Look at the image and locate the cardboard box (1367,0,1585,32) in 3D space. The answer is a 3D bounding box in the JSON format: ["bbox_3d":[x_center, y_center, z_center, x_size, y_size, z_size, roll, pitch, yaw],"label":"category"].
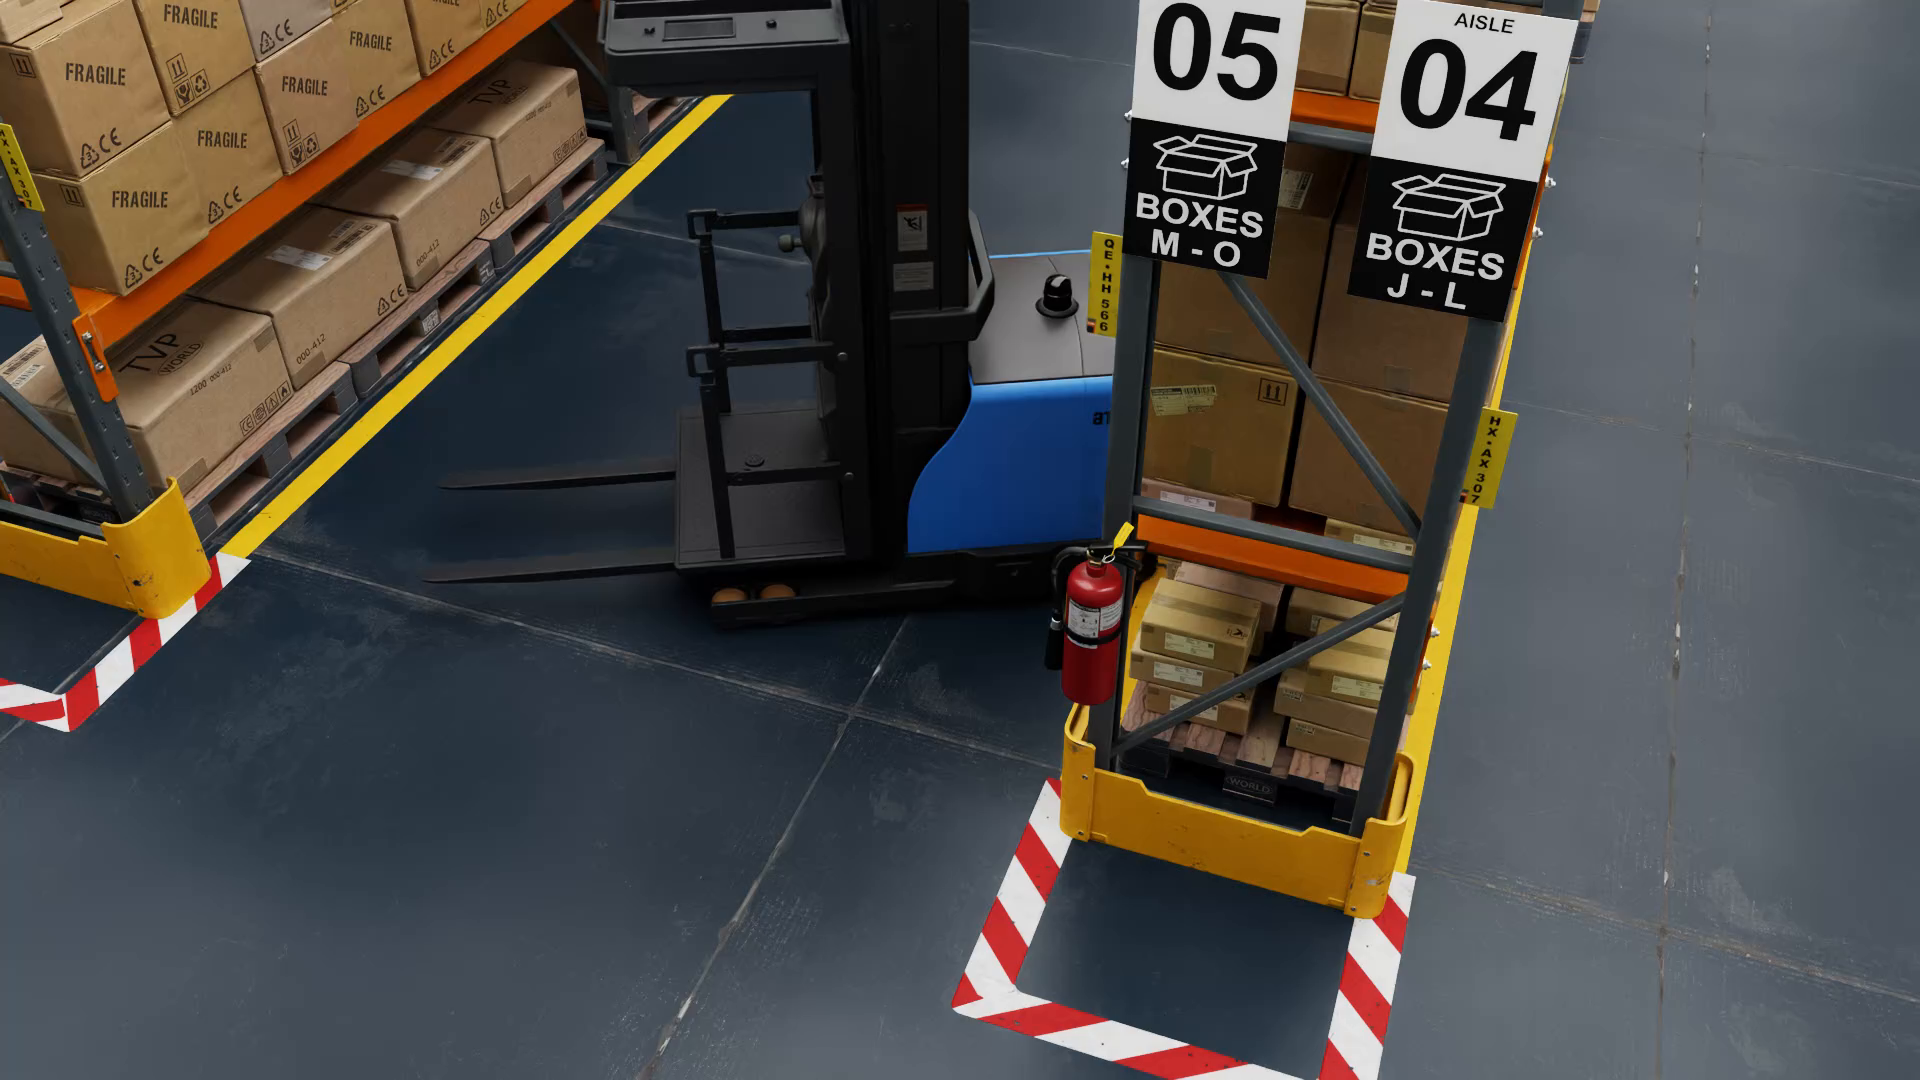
[{"bbox_3d":[1.322,-1.502,4.119,0.500,0.250,0.500,14,42,16],"label":"cardboard box"}]

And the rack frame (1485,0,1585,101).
[{"bbox_3d":[0.924,-2.294,3.006,1.000,3.000,0.127,13,42,15],"label":"rack frame"}]

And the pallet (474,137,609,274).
[{"bbox_3d":[-2.728,-1.981,9.410,1.003,0.211,1.213,13,42,15],"label":"pallet"}]

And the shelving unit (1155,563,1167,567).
[{"bbox_3d":[0.887,-0.444,6.785,0.258,1.200,0.503,7,41,6],"label":"shelving unit"}]

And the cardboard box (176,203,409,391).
[{"bbox_3d":[-3.325,-1.219,8.018,0.875,0.438,0.875,14,43,16],"label":"cardboard box"}]

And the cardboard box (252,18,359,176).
[{"bbox_3d":[-2.991,-1.937,7.132,0.500,0.500,0.500,13,42,15],"label":"cardboard box"}]

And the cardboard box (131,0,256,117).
[{"bbox_3d":[-3.160,-2.014,6.452,0.500,0.500,0.500,12,42,14],"label":"cardboard box"}]

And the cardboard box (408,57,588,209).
[{"bbox_3d":[-2.710,-2.315,9.302,0.875,0.438,0.875,13,42,14],"label":"cardboard box"}]

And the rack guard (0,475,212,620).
[{"bbox_3d":[-3.770,-0.083,6.963,1.175,0.500,0.348,13,42,15],"label":"rack guard"}]

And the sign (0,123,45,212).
[{"bbox_3d":[-3.243,-1.282,5.713,0.100,0.325,0.005,13,42,15],"label":"sign"}]

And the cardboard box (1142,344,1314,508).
[{"bbox_3d":[0.836,-0.494,5.212,0.500,0.500,0.500,14,42,16],"label":"cardboard box"}]

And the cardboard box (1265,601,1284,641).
[{"bbox_3d":[1.072,0.224,6.549,0.380,0.149,0.250,13,42,15],"label":"cardboard box"}]

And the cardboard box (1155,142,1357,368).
[{"bbox_3d":[0.847,-0.878,4.891,0.500,0.500,0.500,12,42,14],"label":"cardboard box"}]

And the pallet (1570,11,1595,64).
[{"bbox_3d":[2.690,-2.813,8.383,1.003,0.211,1.213,13,42,15],"label":"pallet"}]

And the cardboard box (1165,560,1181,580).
[{"bbox_3d":[1.012,0.097,6.469,0.380,0.149,0.250,12,42,13],"label":"cardboard box"}]

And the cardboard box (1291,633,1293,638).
[{"bbox_3d":[1.495,0.334,6.421,0.380,0.149,0.250,14,42,16],"label":"cardboard box"}]

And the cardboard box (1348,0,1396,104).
[{"bbox_3d":[1.318,-1.313,4.282,0.500,0.250,0.500,15,43,17],"label":"cardboard box"}]

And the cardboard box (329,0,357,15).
[{"bbox_3d":[-2.822,-2.634,7.179,0.500,0.500,0.500,13,42,15],"label":"cardboard box"}]

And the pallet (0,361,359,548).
[{"bbox_3d":[-3.562,-0.493,7.665,1.003,0.211,1.213,13,42,15],"label":"pallet"}]

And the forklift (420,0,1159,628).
[{"bbox_3d":[-0.720,-1.118,6.302,3.031,2.935,1.130,-5,41,-5],"label":"forklift"}]

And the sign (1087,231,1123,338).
[{"bbox_3d":[0.409,-0.708,4.633,0.100,0.325,0.005,13,42,15],"label":"sign"}]

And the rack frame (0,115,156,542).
[{"bbox_3d":[-3.762,-1.049,6.168,1.000,3.000,0.127,13,42,15],"label":"rack frame"}]

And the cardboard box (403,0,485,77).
[{"bbox_3d":[-2.642,-2.562,7.865,0.500,0.500,0.500,13,42,14],"label":"cardboard box"}]

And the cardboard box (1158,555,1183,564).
[{"bbox_3d":[0.976,-0.019,6.376,0.380,0.149,0.250,12,42,14],"label":"cardboard box"}]

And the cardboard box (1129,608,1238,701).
[{"bbox_3d":[0.836,0.414,6.097,0.380,0.149,0.250,12,42,14],"label":"cardboard box"}]

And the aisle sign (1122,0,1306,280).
[{"bbox_3d":[0.617,-1.023,4.135,0.394,0.787,0.004,13,42,15],"label":"aisle sign"}]

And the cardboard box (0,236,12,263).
[{"bbox_3d":[-3.846,-1.440,6.550,0.500,0.500,0.500,14,42,15],"label":"cardboard box"}]

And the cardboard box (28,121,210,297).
[{"bbox_3d":[-3.328,-1.316,6.404,0.500,0.500,0.500,13,42,15],"label":"cardboard box"}]

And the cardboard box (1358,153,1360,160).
[{"bbox_3d":[1.493,-1.068,5.114,0.500,0.500,0.500,14,43,16],"label":"cardboard box"}]

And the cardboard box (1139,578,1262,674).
[{"bbox_3d":[0.867,0.307,5.993,0.380,0.149,0.250,14,42,16],"label":"cardboard box"}]

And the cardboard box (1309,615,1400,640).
[{"bbox_3d":[1.491,0.383,6.134,0.380,0.149,0.250,13,42,15],"label":"cardboard box"}]

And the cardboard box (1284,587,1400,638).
[{"bbox_3d":[1.404,0.248,6.063,0.380,0.149,0.250,14,42,16],"label":"cardboard box"}]

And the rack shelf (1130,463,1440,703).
[{"bbox_3d":[1.608,-0.958,6.616,1.077,0.370,4.000,13,42,15],"label":"rack shelf"}]

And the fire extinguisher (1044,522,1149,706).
[{"bbox_3d":[0.404,0.211,5.039,0.296,0.674,0.183,13,42,15],"label":"fire extinguisher"}]

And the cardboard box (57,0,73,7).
[{"bbox_3d":[-3.358,-2.045,5.989,0.380,0.149,0.250,14,43,16],"label":"cardboard box"}]

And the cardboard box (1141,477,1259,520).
[{"bbox_3d":[0.770,-0.178,5.341,0.380,0.149,0.250,13,42,15],"label":"cardboard box"}]

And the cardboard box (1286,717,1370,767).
[{"bbox_3d":[1.404,0.664,6.033,0.380,0.149,0.250,14,42,16],"label":"cardboard box"}]
